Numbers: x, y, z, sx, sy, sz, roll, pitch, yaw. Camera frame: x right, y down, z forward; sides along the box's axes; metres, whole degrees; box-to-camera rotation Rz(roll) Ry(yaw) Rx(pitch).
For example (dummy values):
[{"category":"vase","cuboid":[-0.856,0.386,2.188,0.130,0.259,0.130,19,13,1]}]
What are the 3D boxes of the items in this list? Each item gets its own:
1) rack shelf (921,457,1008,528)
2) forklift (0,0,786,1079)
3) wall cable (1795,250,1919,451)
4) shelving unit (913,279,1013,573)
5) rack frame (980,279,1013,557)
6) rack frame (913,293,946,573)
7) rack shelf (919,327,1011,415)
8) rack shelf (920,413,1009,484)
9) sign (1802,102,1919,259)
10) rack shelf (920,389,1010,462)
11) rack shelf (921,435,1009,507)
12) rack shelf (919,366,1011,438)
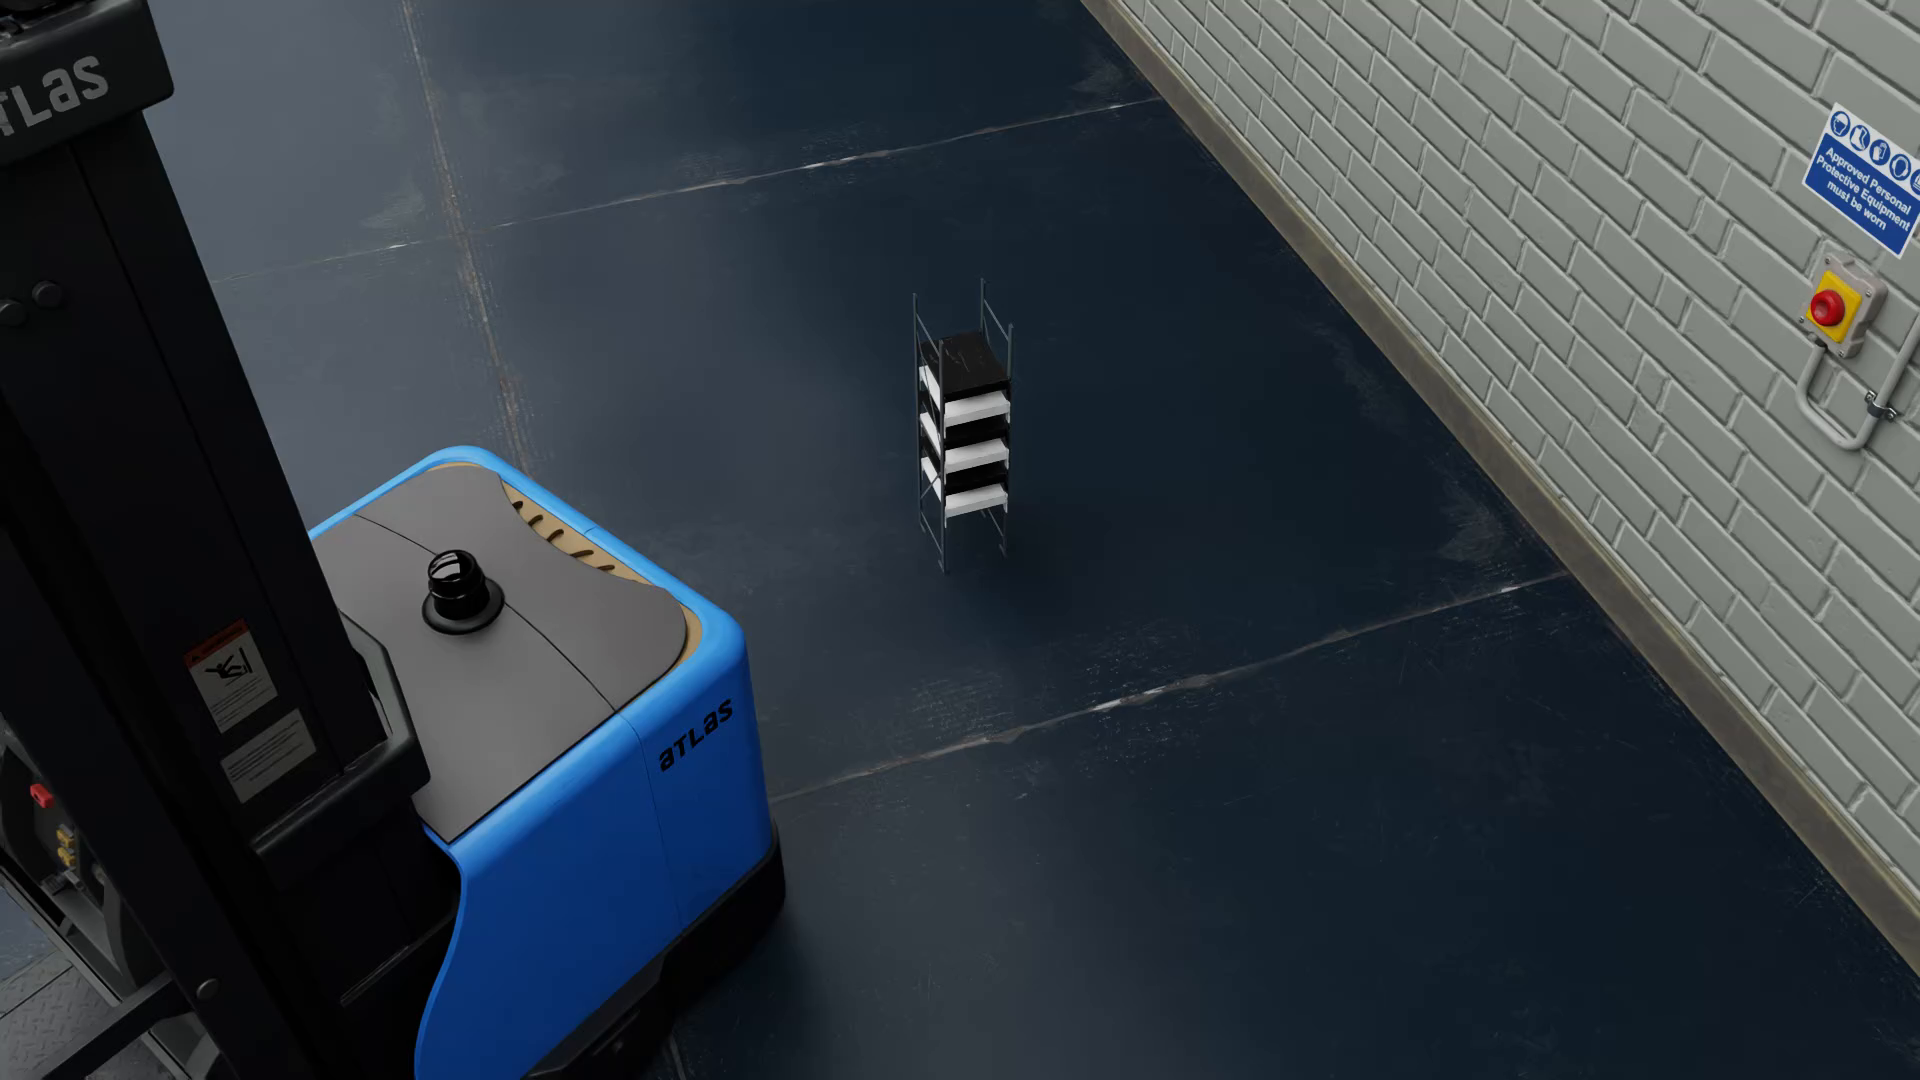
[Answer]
[{"category":"rack shelf","cuboid":[0.008,-0.169,5.084,0.200,0.077,0.258,-14,47,-14]},{"category":"forklift","cuboid":[-1.780,0.488,2.694,1.130,2.935,3.031,31,53,27]},{"category":"wall cable","cuboid":[2.006,-1.039,3.429,0.123,1.953,0.585,-14,47,-14]},{"category":"shelving unit","cuboid":[0.008,-0.320,4.933,0.210,0.900,0.258,-14,47,-14]},{"category":"rack frame","cuboid":[0.103,-0.344,4.958,0.006,0.900,0.240,-14,47,-14]},{"category":"rack frame","cuboid":[-0.088,-0.295,4.909,0.006,0.900,0.240,-14,47,-14]},{"category":"rack shelf","cuboid":[0.008,-0.487,4.766,0.200,0.077,0.258,-14,47,-14]},{"category":"rack shelf","cuboid":[0.008,-0.296,4.957,0.200,0.077,0.258,-14,47,-14]},{"category":"sign","cuboid":[2.047,-0.812,3.751,0.001,0.218,0.327,-14,47,-14]},{"category":"rack shelf","cuboid":[0.008,-0.360,4.893,0.200,0.077,0.258,-14,47,-14]},{"category":"rack shelf","cuboid":[0.008,-0.233,5.021,0.200,0.077,0.258,-14,47,-14]},{"category":"rack shelf","cuboid":[0.008,-0.423,4.829,0.200,0.077,0.258,-14,47,-14]}]
